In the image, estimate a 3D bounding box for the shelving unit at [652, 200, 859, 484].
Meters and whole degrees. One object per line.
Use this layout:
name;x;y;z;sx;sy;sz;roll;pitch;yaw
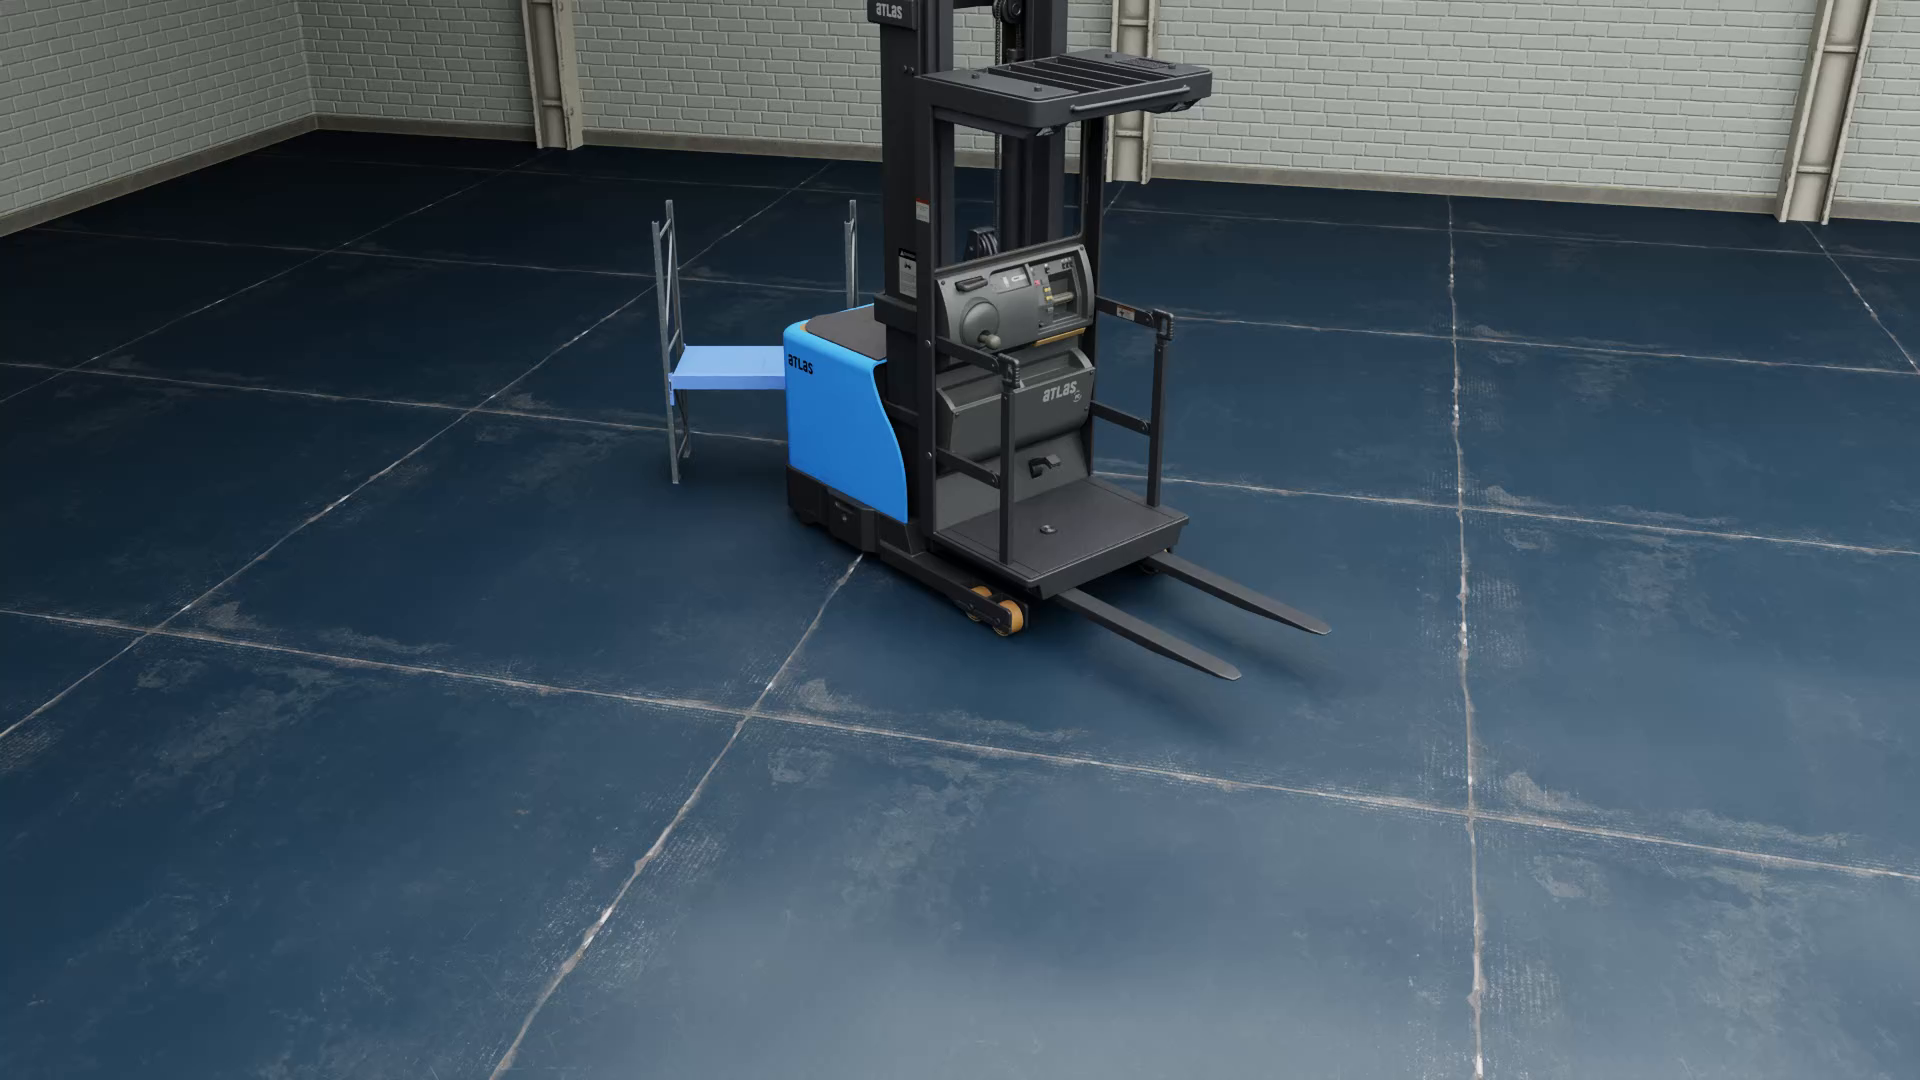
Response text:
shelving unit;-1.102;-1.101;9.317;1.048;1.500;0.538;0;25;0

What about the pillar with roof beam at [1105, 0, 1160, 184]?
pillar with roof beam;0.556;-5.758;10.375;0.400;9.000;9.100;6;26;13

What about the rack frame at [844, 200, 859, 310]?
rack frame;-0.594;-1.100;9.316;0.032;1.500;0.500;0;25;0

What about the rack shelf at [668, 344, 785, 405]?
rack shelf;-1.102;-0.938;9.394;1.000;0.185;0.538;0;25;0

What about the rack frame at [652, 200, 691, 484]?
rack frame;-1.611;-1.101;9.318;0.032;1.500;0.500;0;25;0

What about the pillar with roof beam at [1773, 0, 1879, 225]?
pillar with roof beam;6.367;-5.115;9.026;0.400;9.000;9.100;6;26;13

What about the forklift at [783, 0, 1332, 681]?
forklift;0.413;-1.118;7.689;1.130;2.935;3.031;-20;32;-36

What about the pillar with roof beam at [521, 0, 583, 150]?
pillar with roof beam;-5.255;-6.400;11.724;0.400;9.000;9.100;6;26;13
